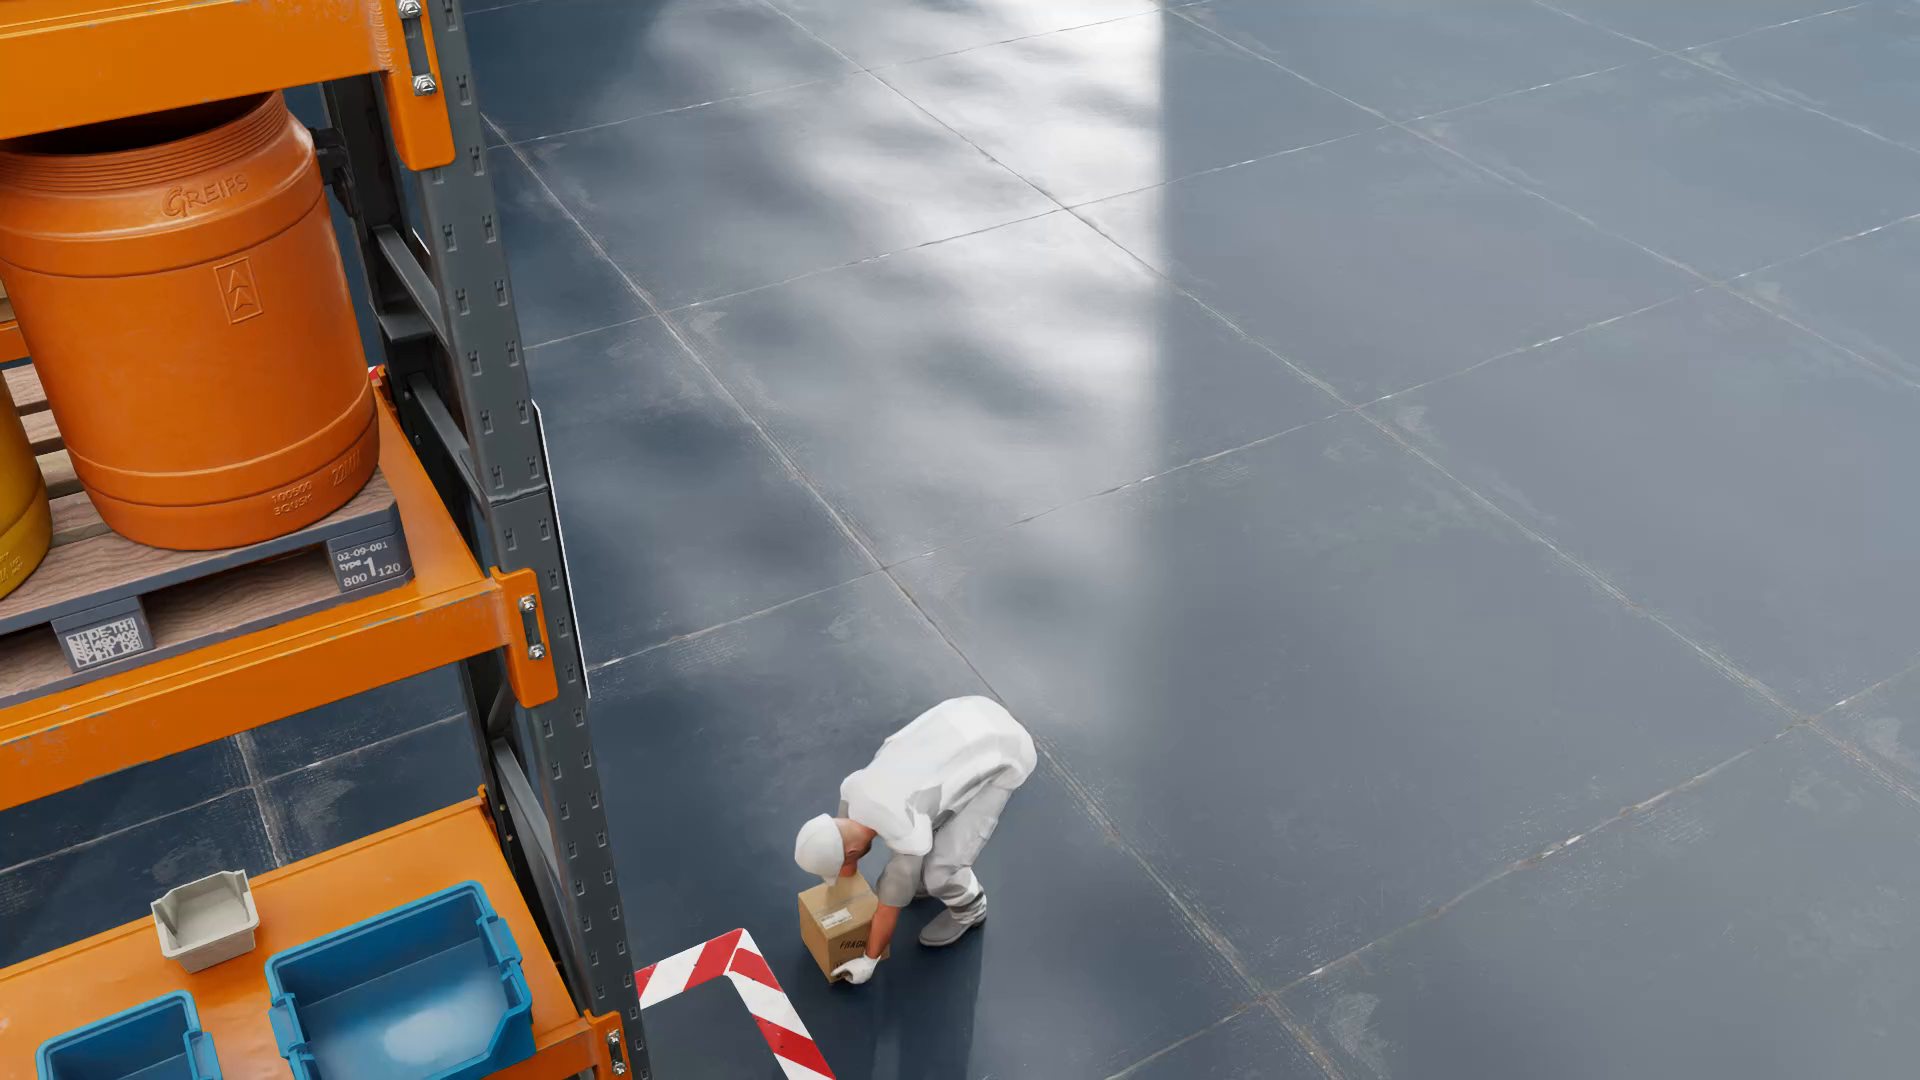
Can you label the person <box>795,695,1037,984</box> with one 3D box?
[{"bbox_3d":[-0.173,1.095,6.136,0.949,0.941,0.525,-21,41,-26],"label":"person"}]
